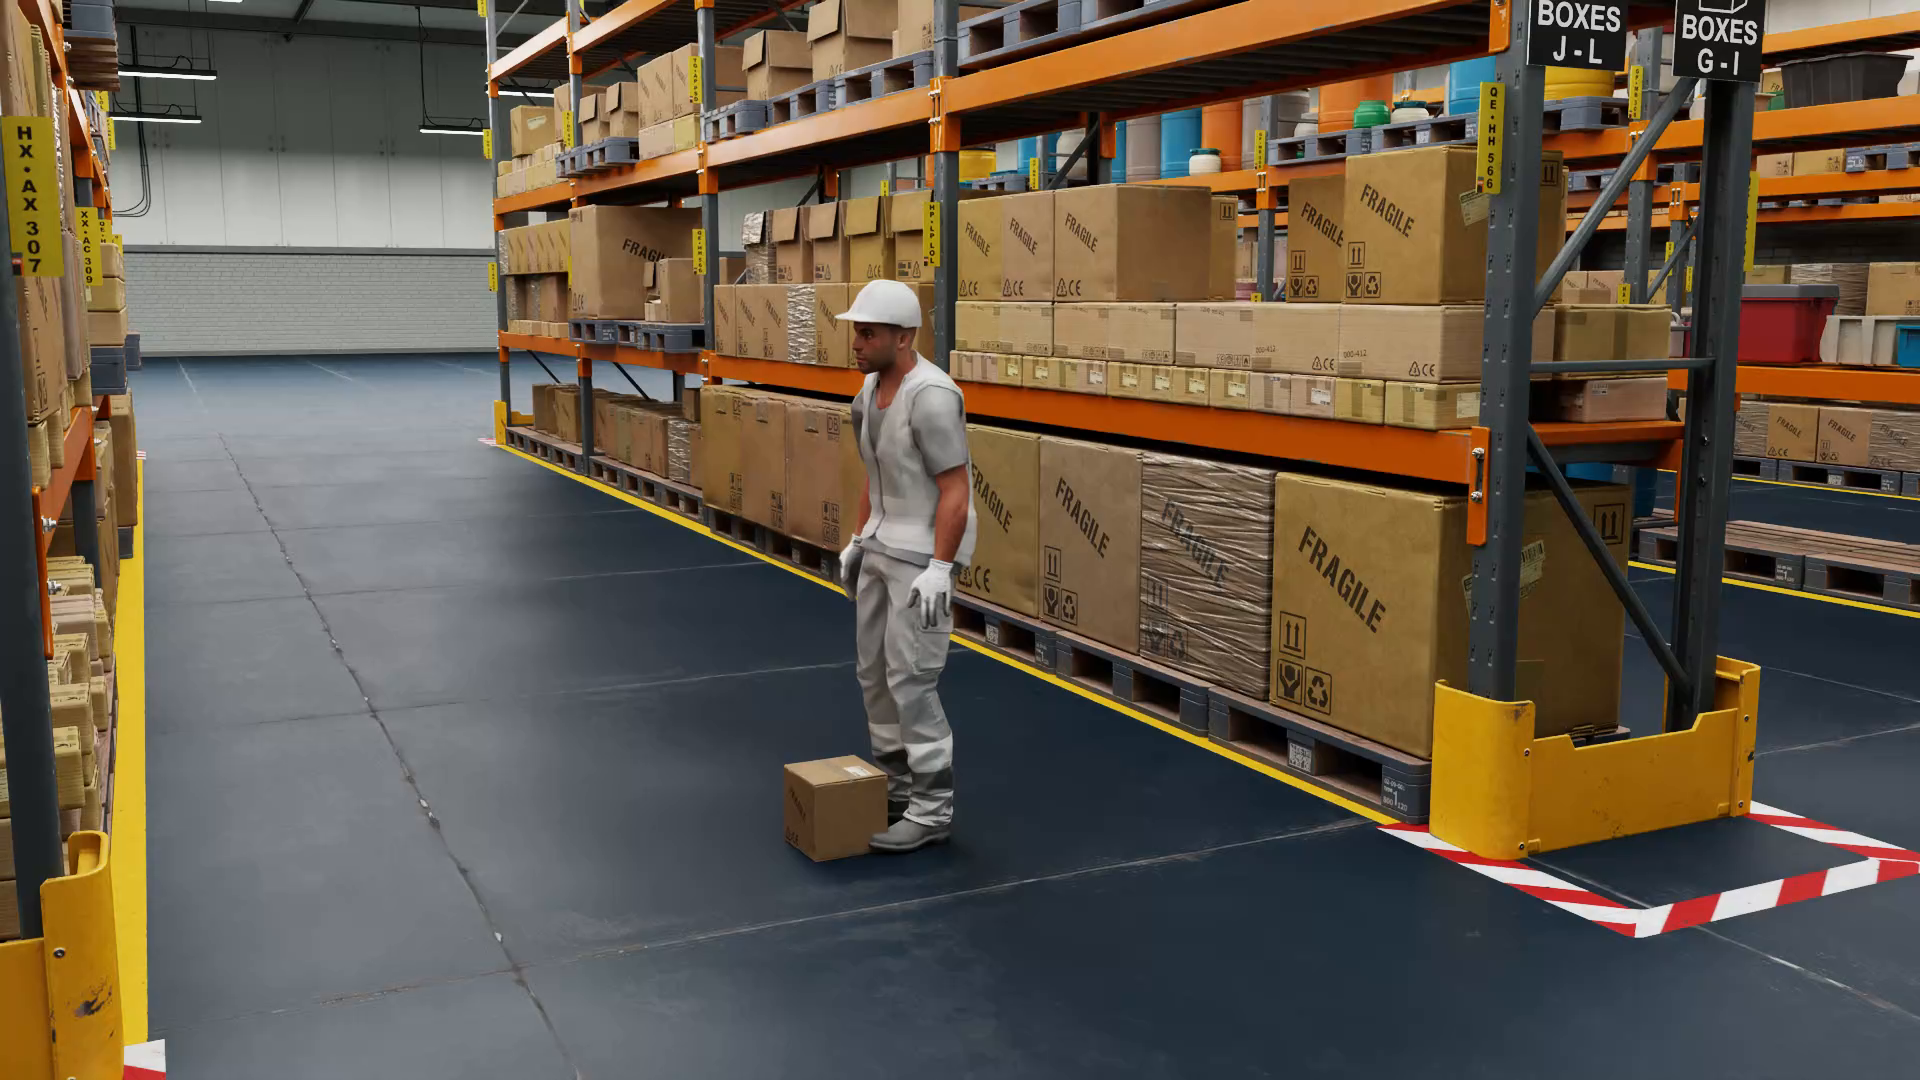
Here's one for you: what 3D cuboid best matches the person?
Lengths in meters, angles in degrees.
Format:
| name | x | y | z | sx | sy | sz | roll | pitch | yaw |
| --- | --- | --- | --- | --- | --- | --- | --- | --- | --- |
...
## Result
| name | x | y | z | sx | sy | sz | roll | pitch | yaw |
| --- | --- | --- | --- | --- | --- | --- | --- | --- | --- |
| person | -0.189 | 0.078 | 5.254 | 0.446 | 1.780 | 0.620 | -5 | 10 | -29 |
